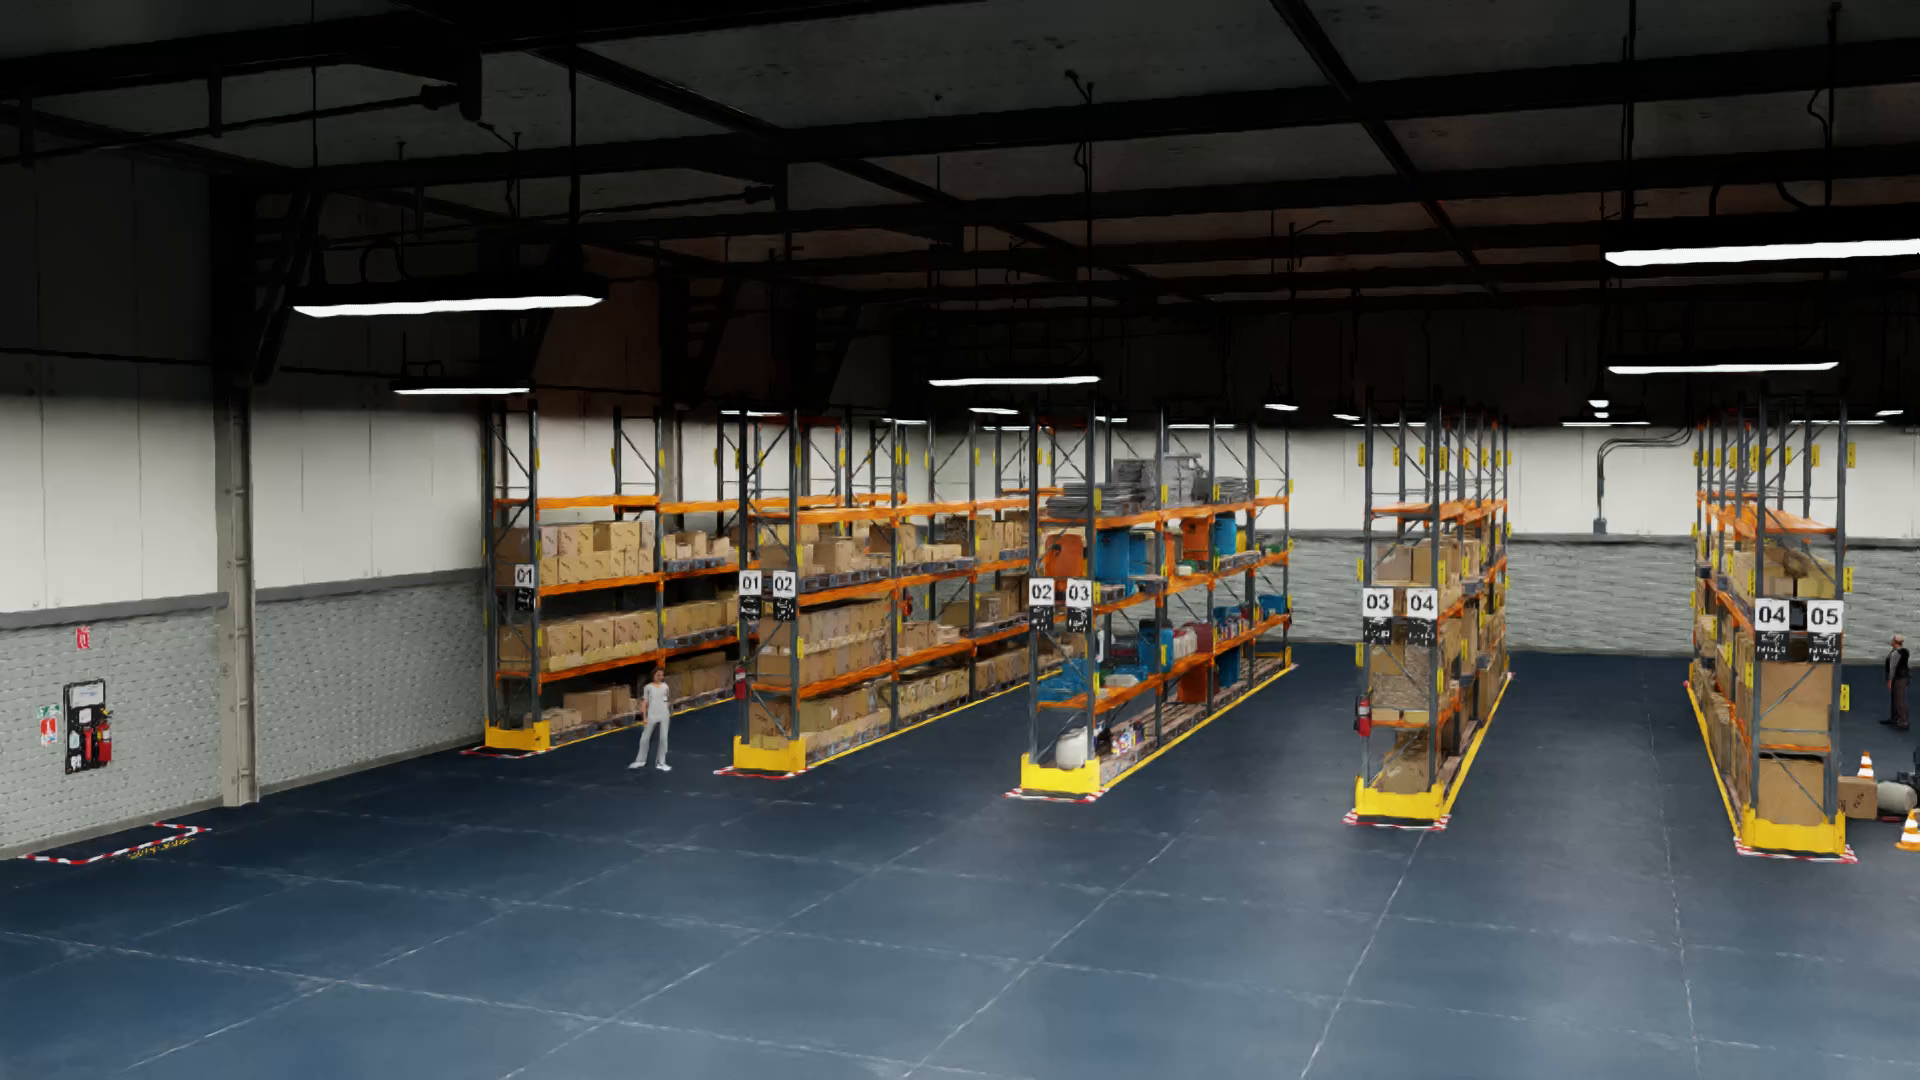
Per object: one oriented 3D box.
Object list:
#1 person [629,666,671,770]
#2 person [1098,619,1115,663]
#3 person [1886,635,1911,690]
[{"bbox_3d":[-4.990,2.856,26.705,0.638,1.668,0.457,-1,3,-22],"label":"person"},{"bbox_3d":[-5.310,3.275,16.799,22.081,1.808,30.429,0,3,-10],"label":"person"},{"bbox_3d":[23.373,-0.016,33.657,4.739,5.273,13.277,3,4,44],"label":"person"}]
